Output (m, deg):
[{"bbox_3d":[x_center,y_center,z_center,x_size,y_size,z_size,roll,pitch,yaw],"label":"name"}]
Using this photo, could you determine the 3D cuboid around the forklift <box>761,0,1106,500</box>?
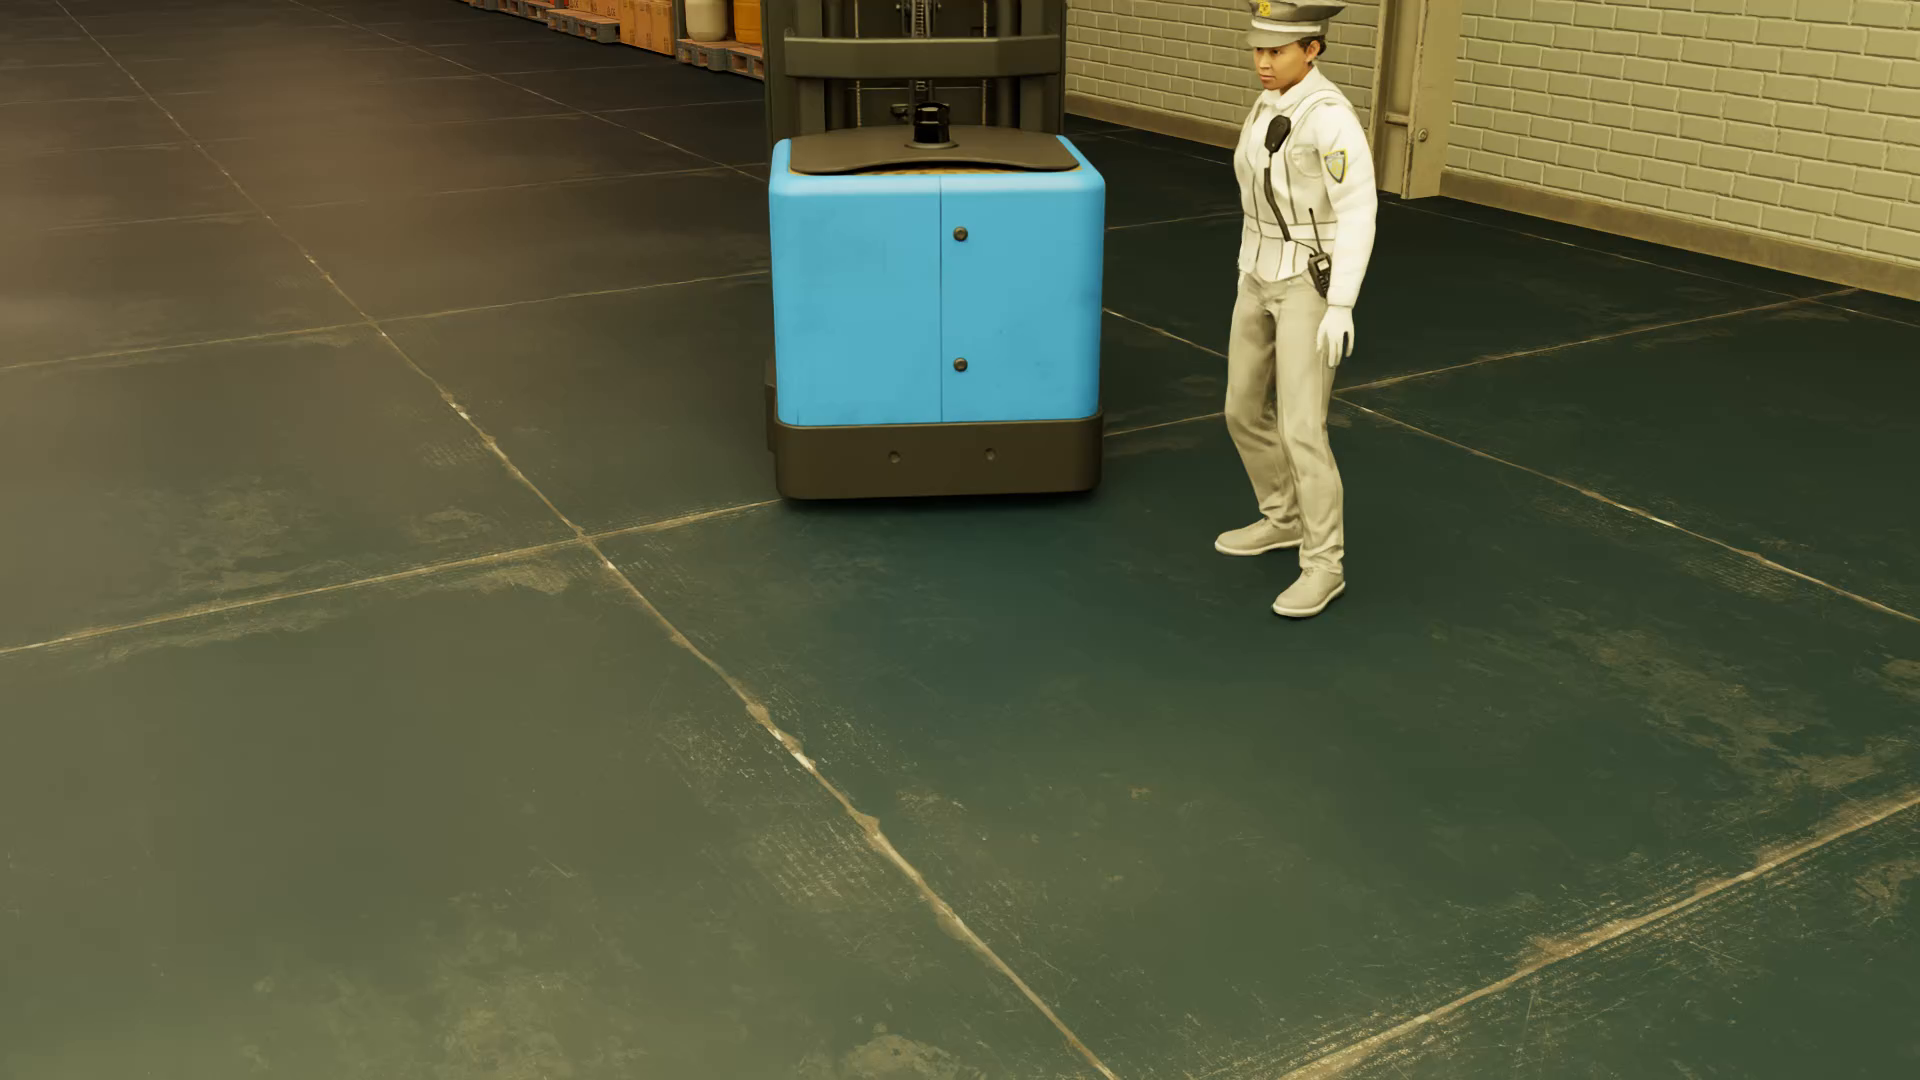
[{"bbox_3d":[-0.185,-2.002,6.154,1.130,2.935,3.031,-2,22,-5],"label":"forklift"}]

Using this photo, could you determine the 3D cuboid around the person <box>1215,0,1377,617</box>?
[{"bbox_3d":[0.929,-0.684,4.652,0.365,1.640,0.753,-8,24,-18],"label":"person"}]
